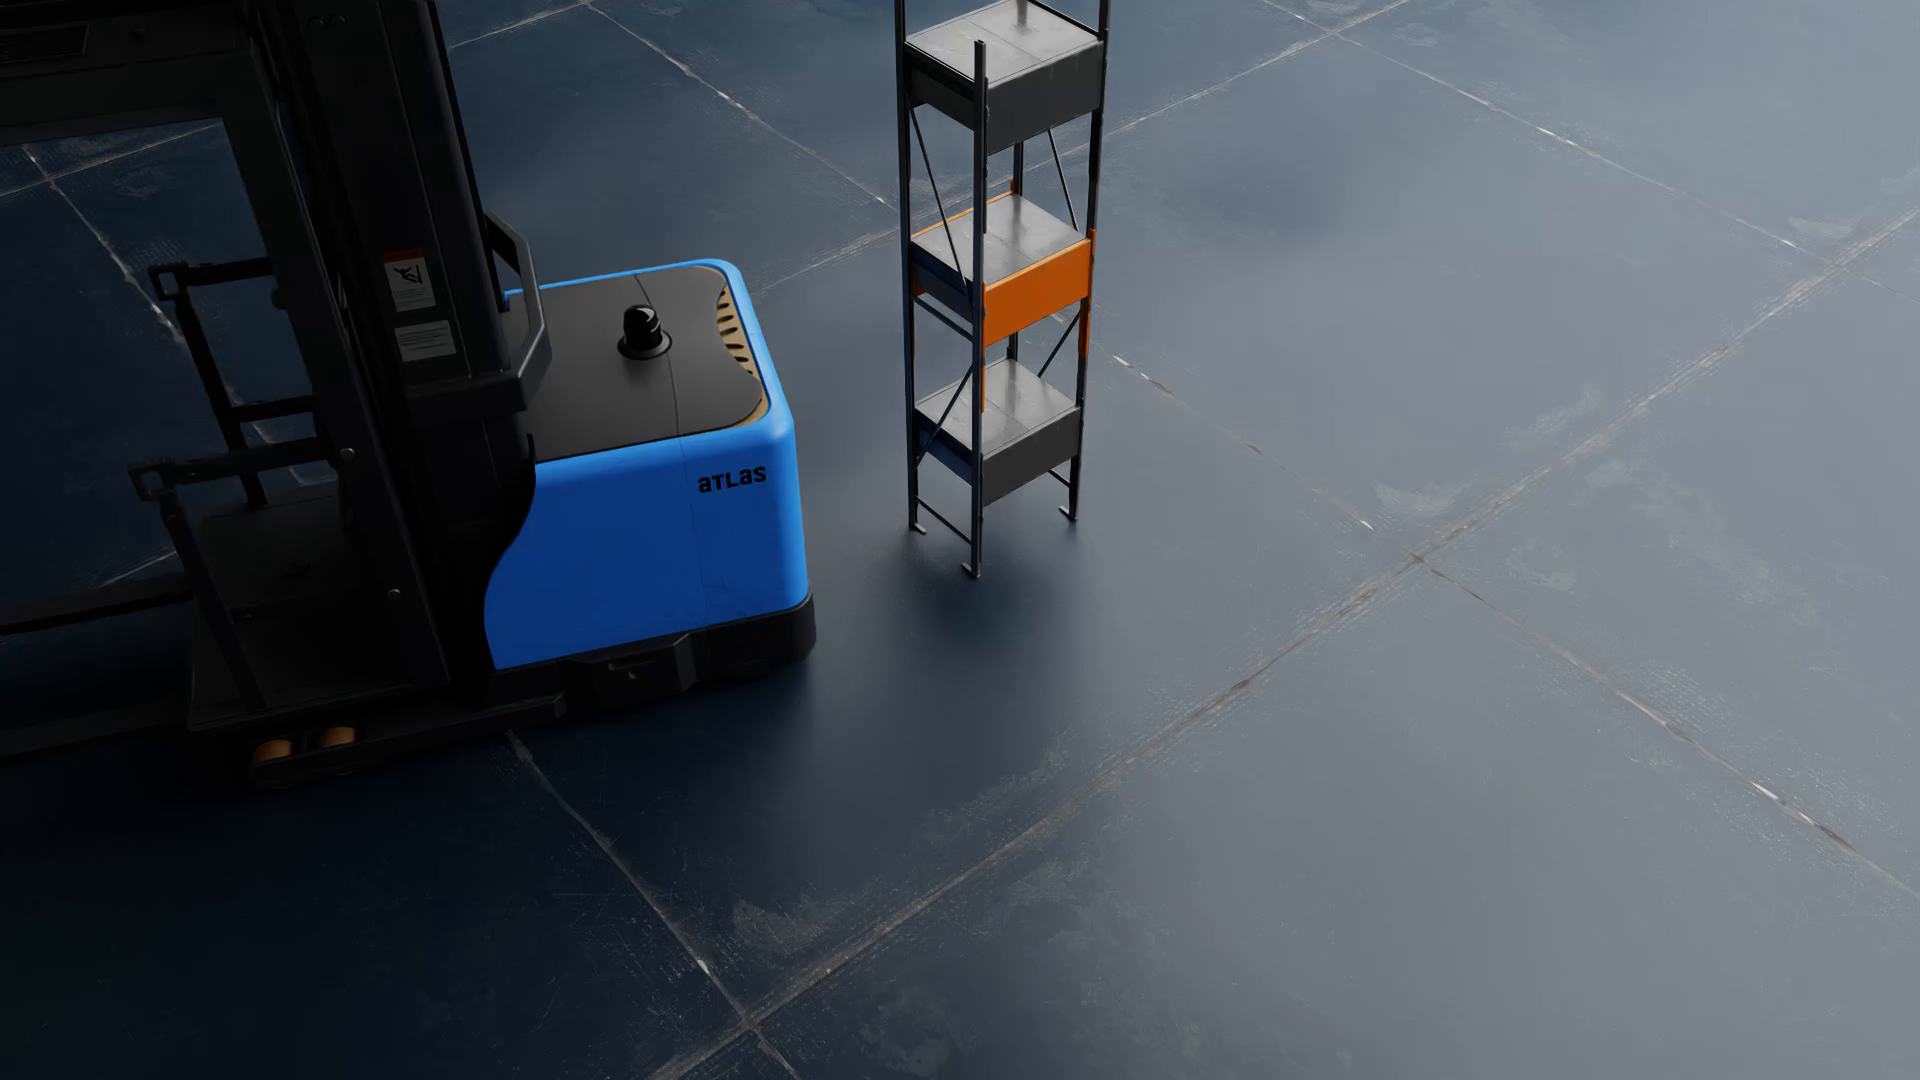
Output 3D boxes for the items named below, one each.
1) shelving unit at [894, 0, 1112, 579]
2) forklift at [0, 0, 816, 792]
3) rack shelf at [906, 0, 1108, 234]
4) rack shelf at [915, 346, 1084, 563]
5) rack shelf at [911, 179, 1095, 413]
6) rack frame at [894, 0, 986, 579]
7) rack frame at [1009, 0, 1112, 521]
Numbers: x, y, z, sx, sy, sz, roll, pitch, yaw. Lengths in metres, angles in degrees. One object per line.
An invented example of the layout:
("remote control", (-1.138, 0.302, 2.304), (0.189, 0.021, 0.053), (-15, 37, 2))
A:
("shelving unit", (0.127, -0.838, 5.609), (0.503, 2.100, 0.431), (-30, 51, -28))
("forklift", (-2.075, -0.667, 4.820), (3.031, 2.935, 1.130), (-12, 44, -12))
("rack shelf", (0.127, -1.338, 5.139), (0.480, 0.518, 0.431), (-30, 51, -28))
("rack shelf", (0.127, -0.318, 6.097), (0.480, 0.518, 0.431), (-30, 51, -28))
("rack shelf", (0.127, -0.828, 5.618), (0.480, 0.518, 0.431), (-30, 51, -28))
("rack frame", (-0.060, -0.731, 5.494), (0.015, 2.100, 0.400), (-30, 51, -28))
("rack frame", (0.314, -0.945, 5.723), (0.015, 2.100, 0.400), (-30, 51, -28))
